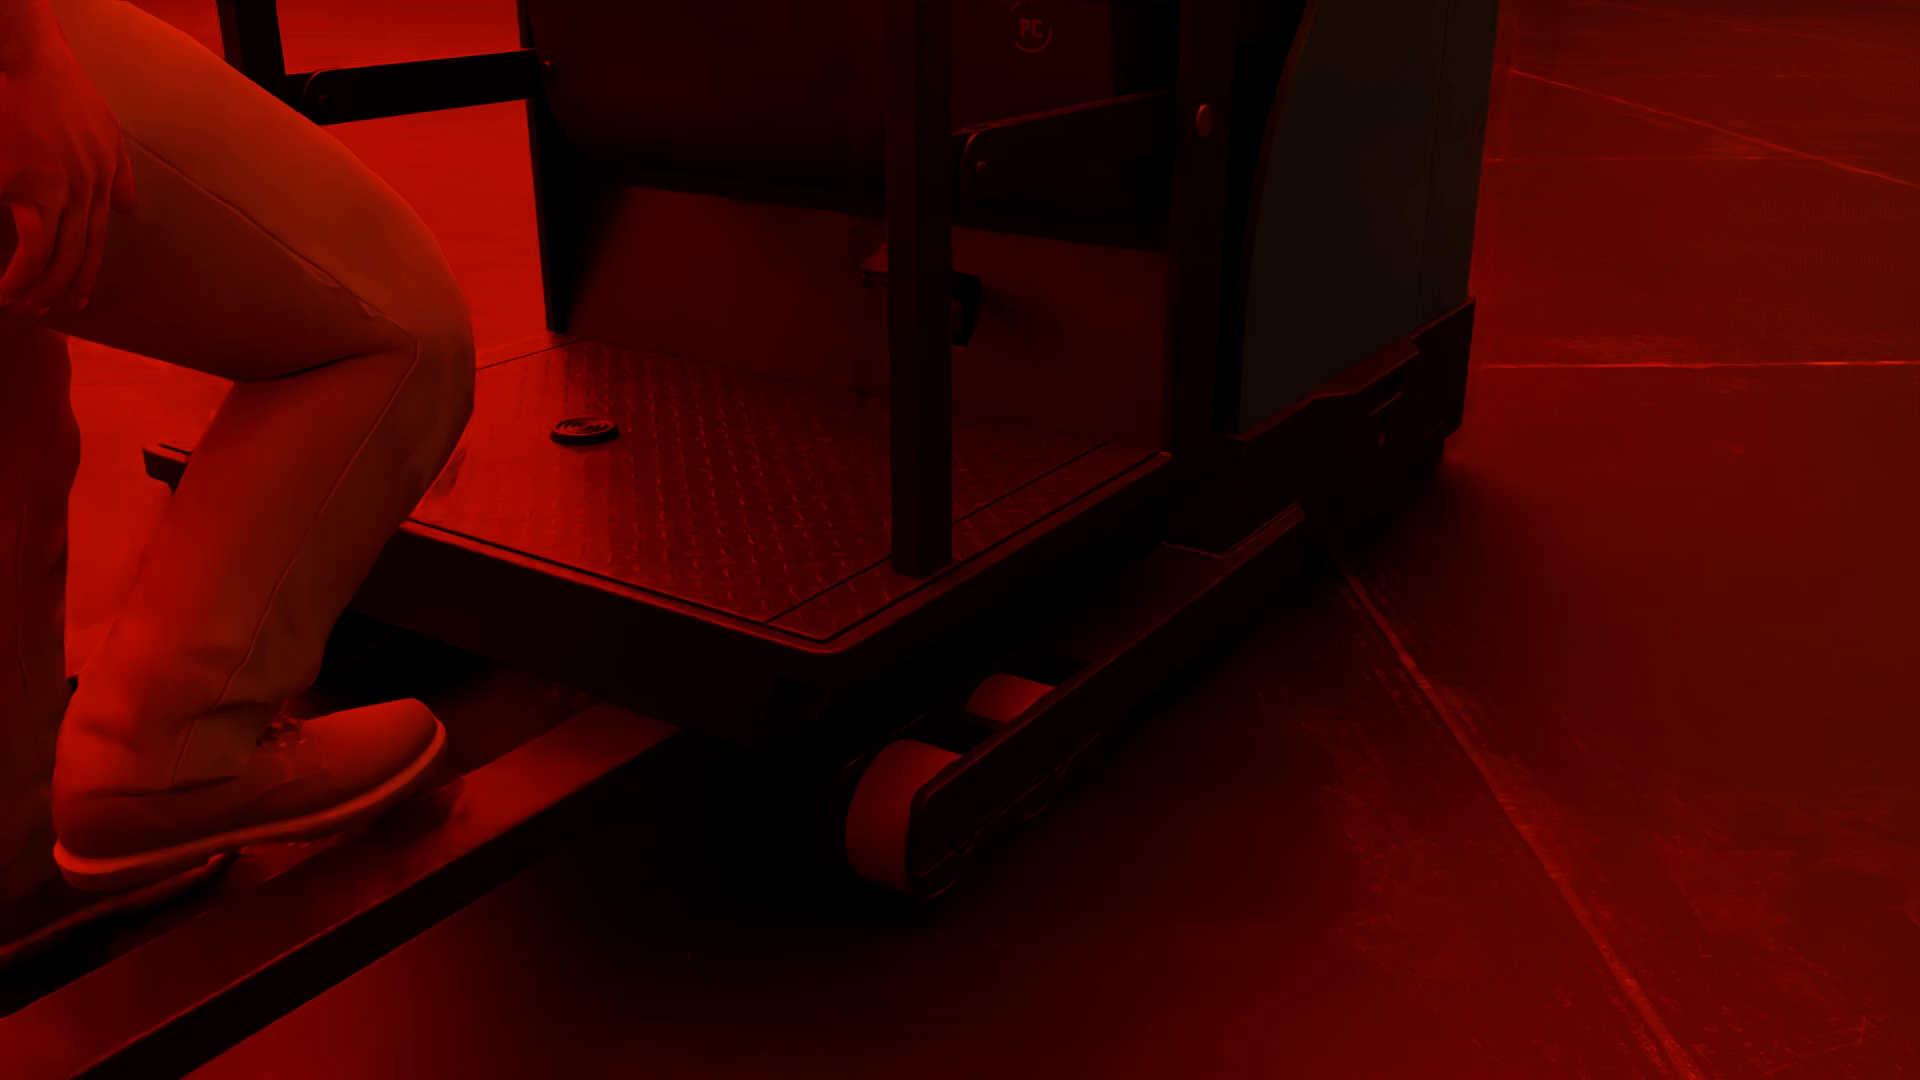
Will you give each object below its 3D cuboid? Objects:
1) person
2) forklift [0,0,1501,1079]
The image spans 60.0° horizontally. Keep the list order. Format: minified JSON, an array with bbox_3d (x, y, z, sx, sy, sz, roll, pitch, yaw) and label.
[{"bbox_3d":[-0.782,-0.404,1.327,0.684,1.769,0.563,17,27,37],"label":"person"},{"bbox_3d":[-0.303,-1.181,1.734,1.130,2.935,3.031,14,25,31],"label":"forklift"}]
